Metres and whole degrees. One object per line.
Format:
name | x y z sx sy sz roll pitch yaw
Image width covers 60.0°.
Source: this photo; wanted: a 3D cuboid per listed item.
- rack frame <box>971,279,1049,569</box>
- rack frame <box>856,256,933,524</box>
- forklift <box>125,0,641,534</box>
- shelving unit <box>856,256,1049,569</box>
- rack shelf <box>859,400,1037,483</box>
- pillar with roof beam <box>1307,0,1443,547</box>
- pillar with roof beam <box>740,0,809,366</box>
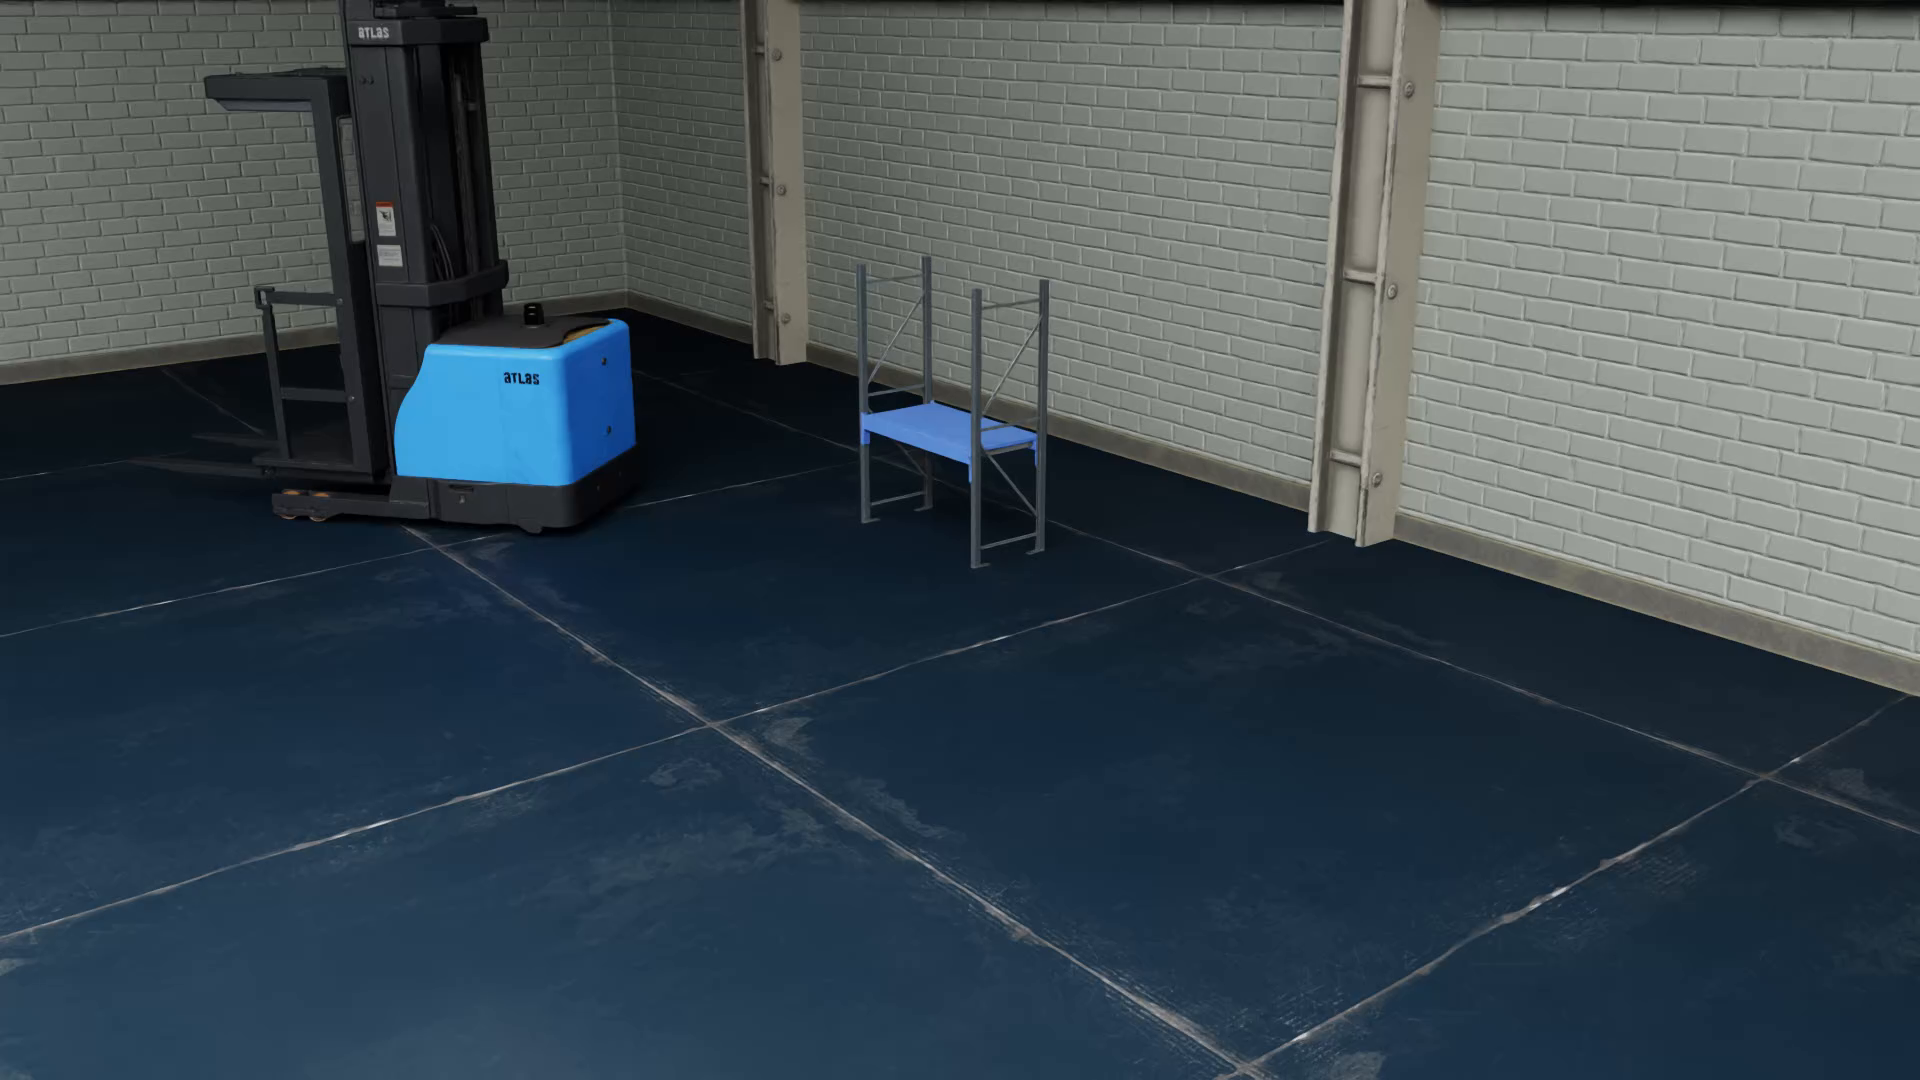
rack frame | 0.263 -0.608 8.812 0.500 1.500 0.032 -14 23 -36
rack frame | -0.369 -0.858 9.568 0.500 1.500 0.032 -14 23 -36
forklift | -3.533 -1.654 9.696 3.031 2.935 1.130 4 19 13
shelving unit | -0.053 -0.733 9.190 0.538 1.500 1.048 -14 23 -36
rack shelf | -0.053 -0.562 9.247 0.538 0.185 1.000 -14 23 -36
pillar with roof beam | -1.144 -3.468 5.520 9.100 9.000 0.400 -14 23 -36
pillar with roof beam | -4.870 -4.946 9.984 9.100 9.000 0.400 -14 23 -36
